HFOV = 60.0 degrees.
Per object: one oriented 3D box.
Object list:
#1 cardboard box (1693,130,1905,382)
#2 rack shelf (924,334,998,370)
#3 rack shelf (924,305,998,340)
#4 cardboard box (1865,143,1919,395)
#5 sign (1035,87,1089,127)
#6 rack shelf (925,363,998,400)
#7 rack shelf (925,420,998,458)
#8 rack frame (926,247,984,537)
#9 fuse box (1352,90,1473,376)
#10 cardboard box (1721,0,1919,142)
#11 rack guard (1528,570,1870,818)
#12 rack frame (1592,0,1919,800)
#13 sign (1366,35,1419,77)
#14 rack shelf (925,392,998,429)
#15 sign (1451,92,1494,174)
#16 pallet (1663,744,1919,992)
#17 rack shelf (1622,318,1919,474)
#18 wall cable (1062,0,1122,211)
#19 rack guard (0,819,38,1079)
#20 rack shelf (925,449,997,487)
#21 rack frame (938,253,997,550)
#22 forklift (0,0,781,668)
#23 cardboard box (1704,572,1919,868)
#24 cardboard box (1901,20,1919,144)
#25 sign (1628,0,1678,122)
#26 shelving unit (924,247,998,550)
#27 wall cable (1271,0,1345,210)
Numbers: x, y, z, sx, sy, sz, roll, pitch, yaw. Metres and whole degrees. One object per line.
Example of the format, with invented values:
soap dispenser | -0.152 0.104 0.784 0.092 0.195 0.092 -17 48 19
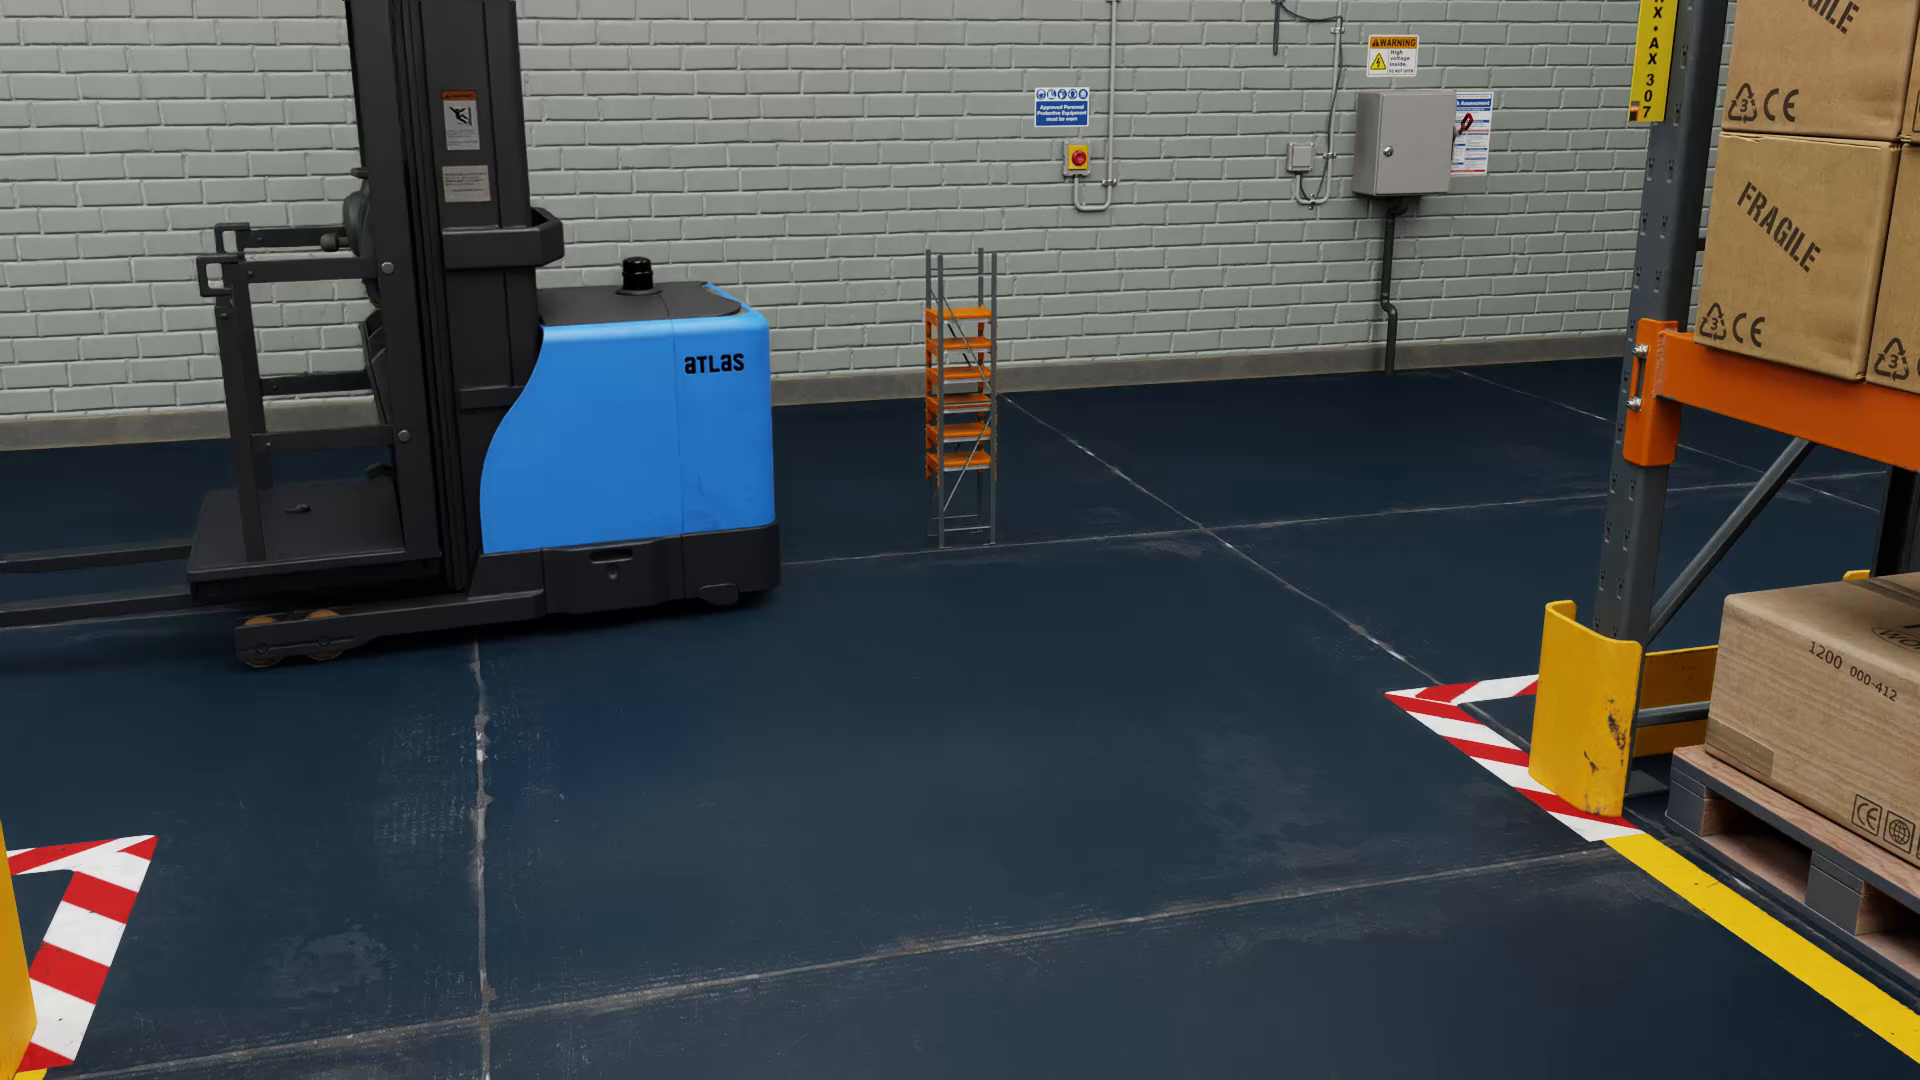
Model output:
cardboard box | 2.074 -0.665 3.780 0.500 0.500 0.500 -5 17 -16
rack shelf | 0.004 -0.758 6.710 0.258 0.103 0.180 -5 17 -15
rack shelf | 0.004 -0.873 6.675 0.258 0.103 0.180 -5 17 -15
cardboard box | 2.240 -0.528 3.321 0.500 0.500 0.500 -5 17 -16
sign | 0.583 -2.473 9.503 0.327 0.218 0.001 -5 17 -15
rack shelf | 0.004 -0.643 6.744 0.258 0.103 0.180 -5 17 -15
rack shelf | 0.004 -0.413 6.813 0.258 0.103 0.180 -5 17 -15
rack frame | -0.021 -0.596 6.850 0.240 1.200 0.006 -5 17 -15
fuse box | 2.706 -1.840 10.102 0.539 1.711 0.414 -5 17 -15
cardboard box | 2.076 -1.145 3.636 0.500 0.500 0.500 -5 17 -16
rack guard | 2.211 0.417 4.693 1.175 0.500 0.348 -5 17 -15
rack frame | 2.218 -0.773 4.312 1.000 3.000 0.127 -5 17 -15
sign | 2.596 -2.905 9.974 0.339 0.242 0.001 -5 17 -15
rack shelf | 0.004 -0.528 6.779 0.258 0.103 0.180 -5 17 -15
sign | 3.124 -2.507 10.251 0.329 0.494 0.001 -5 17 -15
pallet | 2.513 0.777 3.997 1.003 0.211 1.213 -5 17 -15
rack shelf | 2.768 0.125 2.573 1.077 0.370 4.000 -5 17 -15
wall cable | 0.646 -2.832 9.347 0.585 1.953 0.123 -5 17 -15
rack guard | -2.493 0.864 3.205 1.175 0.500 0.348 -5 17 -15
rack shelf | 0.004 -0.298 6.848 0.258 0.103 0.180 -5 17 -15
rack frame | 0.029 -0.545 6.682 0.240 1.200 0.006 -5 17 -15
forklift | -2.238 -1.150 5.685 3.031 2.935 1.130 -6 18 -19
cardboard box | 2.496 0.428 4.038 0.875 0.438 0.875 -5 18 -17
cardboard box | 2.225 -1.002 3.162 0.500 0.500 0.500 -5 17 -17
sign | 1.683 -1.183 4.035 0.100 0.325 0.005 -5 17 -15
shelving unit | 0.004 -0.571 6.766 0.258 1.200 0.189 -5 17 -15
wall cable | 2.006 -2.933 9.736 0.588 1.984 0.122 -5 17 -15
